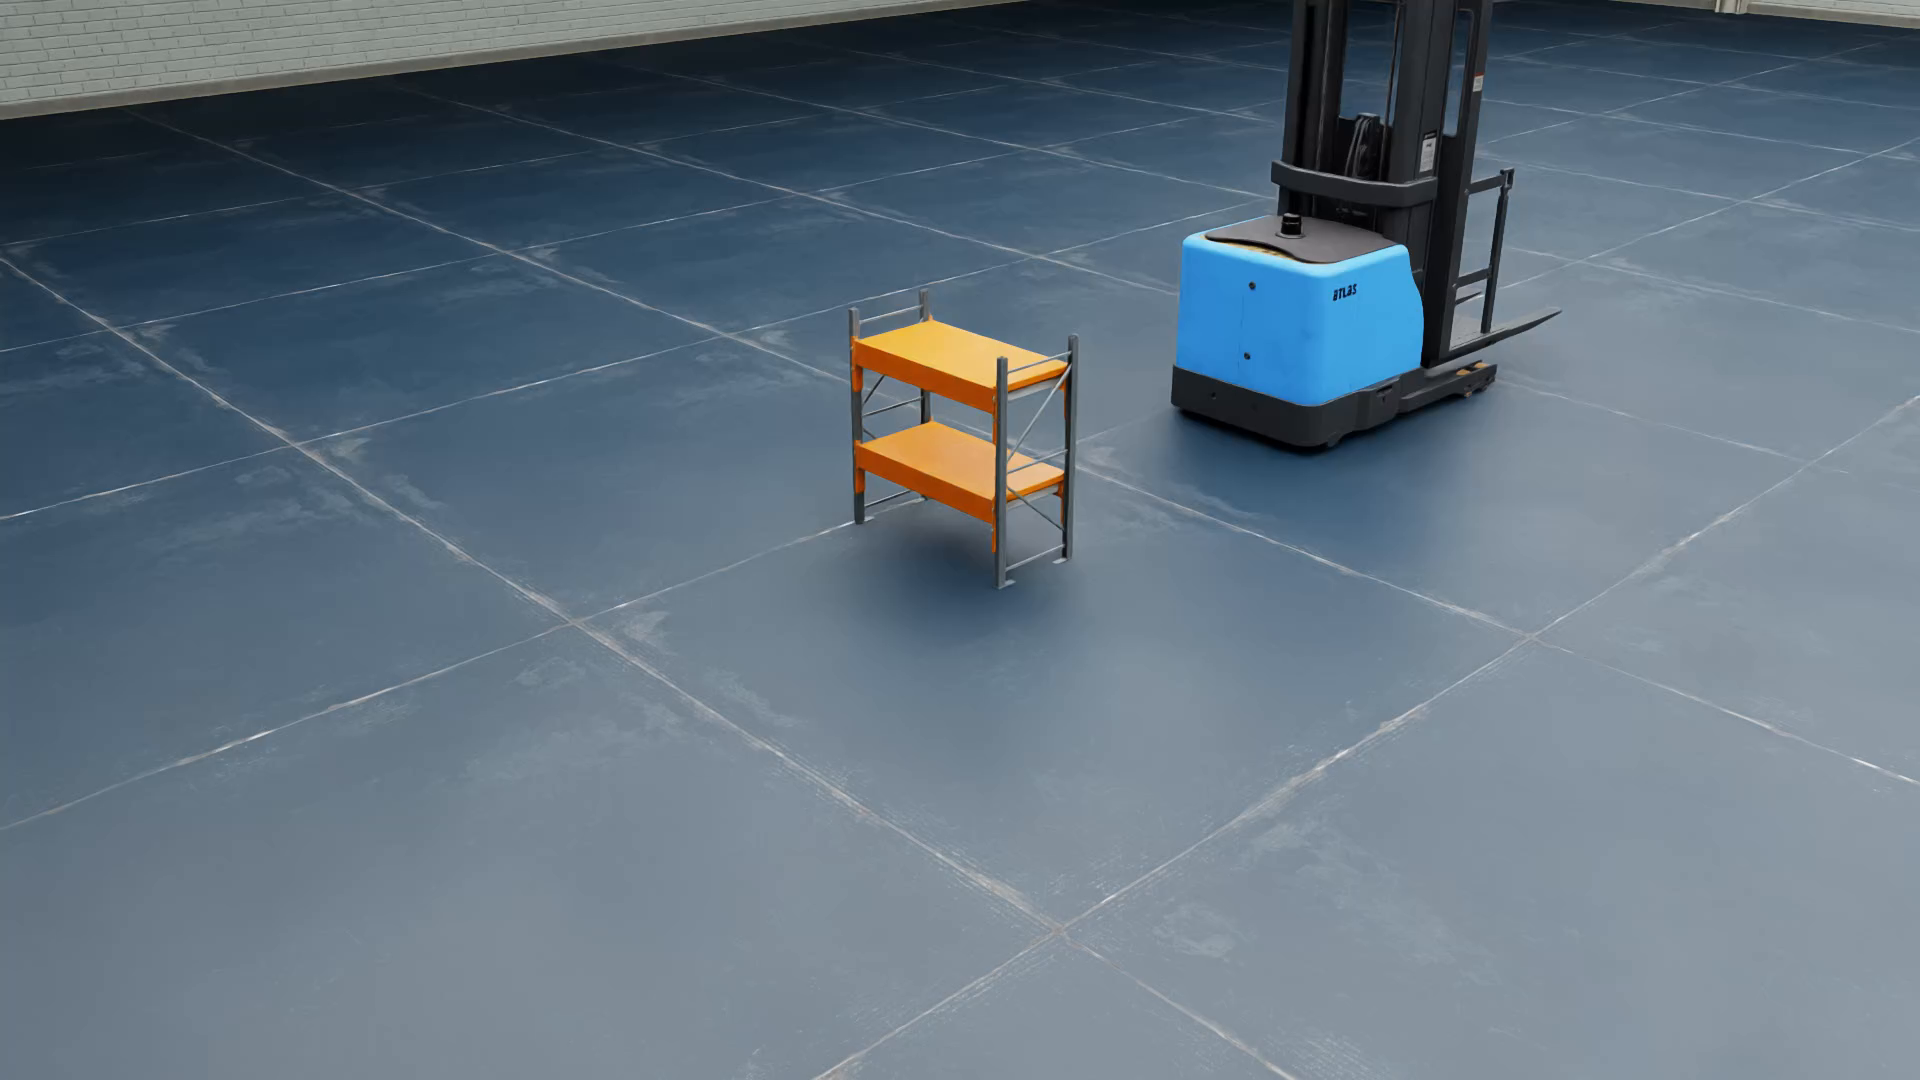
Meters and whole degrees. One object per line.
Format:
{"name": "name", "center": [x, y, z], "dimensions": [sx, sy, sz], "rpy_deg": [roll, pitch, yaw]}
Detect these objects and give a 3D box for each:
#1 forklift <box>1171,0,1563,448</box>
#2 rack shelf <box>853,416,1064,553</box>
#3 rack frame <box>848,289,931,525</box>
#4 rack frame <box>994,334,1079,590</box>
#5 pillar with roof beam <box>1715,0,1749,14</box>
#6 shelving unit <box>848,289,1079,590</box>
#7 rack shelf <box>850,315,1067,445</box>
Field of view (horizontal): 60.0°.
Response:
{"name": "forklift", "center": [2.680, -2.350, 9.870], "dimensions": [3.031, 2.935, 1.130], "rpy_deg": [-21, 32, -38]}
{"name": "rack shelf", "center": [0.005, -0.287, 8.114], "dimensions": [0.538, 0.278, 1.000], "rpy_deg": [-21, 32, -38]}
{"name": "rack frame", "center": [-0.343, -0.664, 8.350], "dimensions": [0.500, 1.125, 0.032], "rpy_deg": [-21, 32, -38]}
{"name": "rack frame", "center": [0.352, -0.356, 7.674], "dimensions": [0.500, 1.125, 0.032], "rpy_deg": [-21, 32, -38]}
{"name": "pillar with roof beam", "center": [9.410, -11.464, 22.538], "dimensions": [9.100, 9.000, 0.400], "rpy_deg": [-21, 32, -38]}
{"name": "shelving unit", "center": [0.005, -0.510, 8.012], "dimensions": [0.538, 1.125, 1.048], "rpy_deg": [-21, 32, -38]}
{"name": "rack shelf", "center": [0.005, -0.776, 7.891], "dimensions": [0.538, 0.278, 1.000], "rpy_deg": [-21, 32, -38]}
